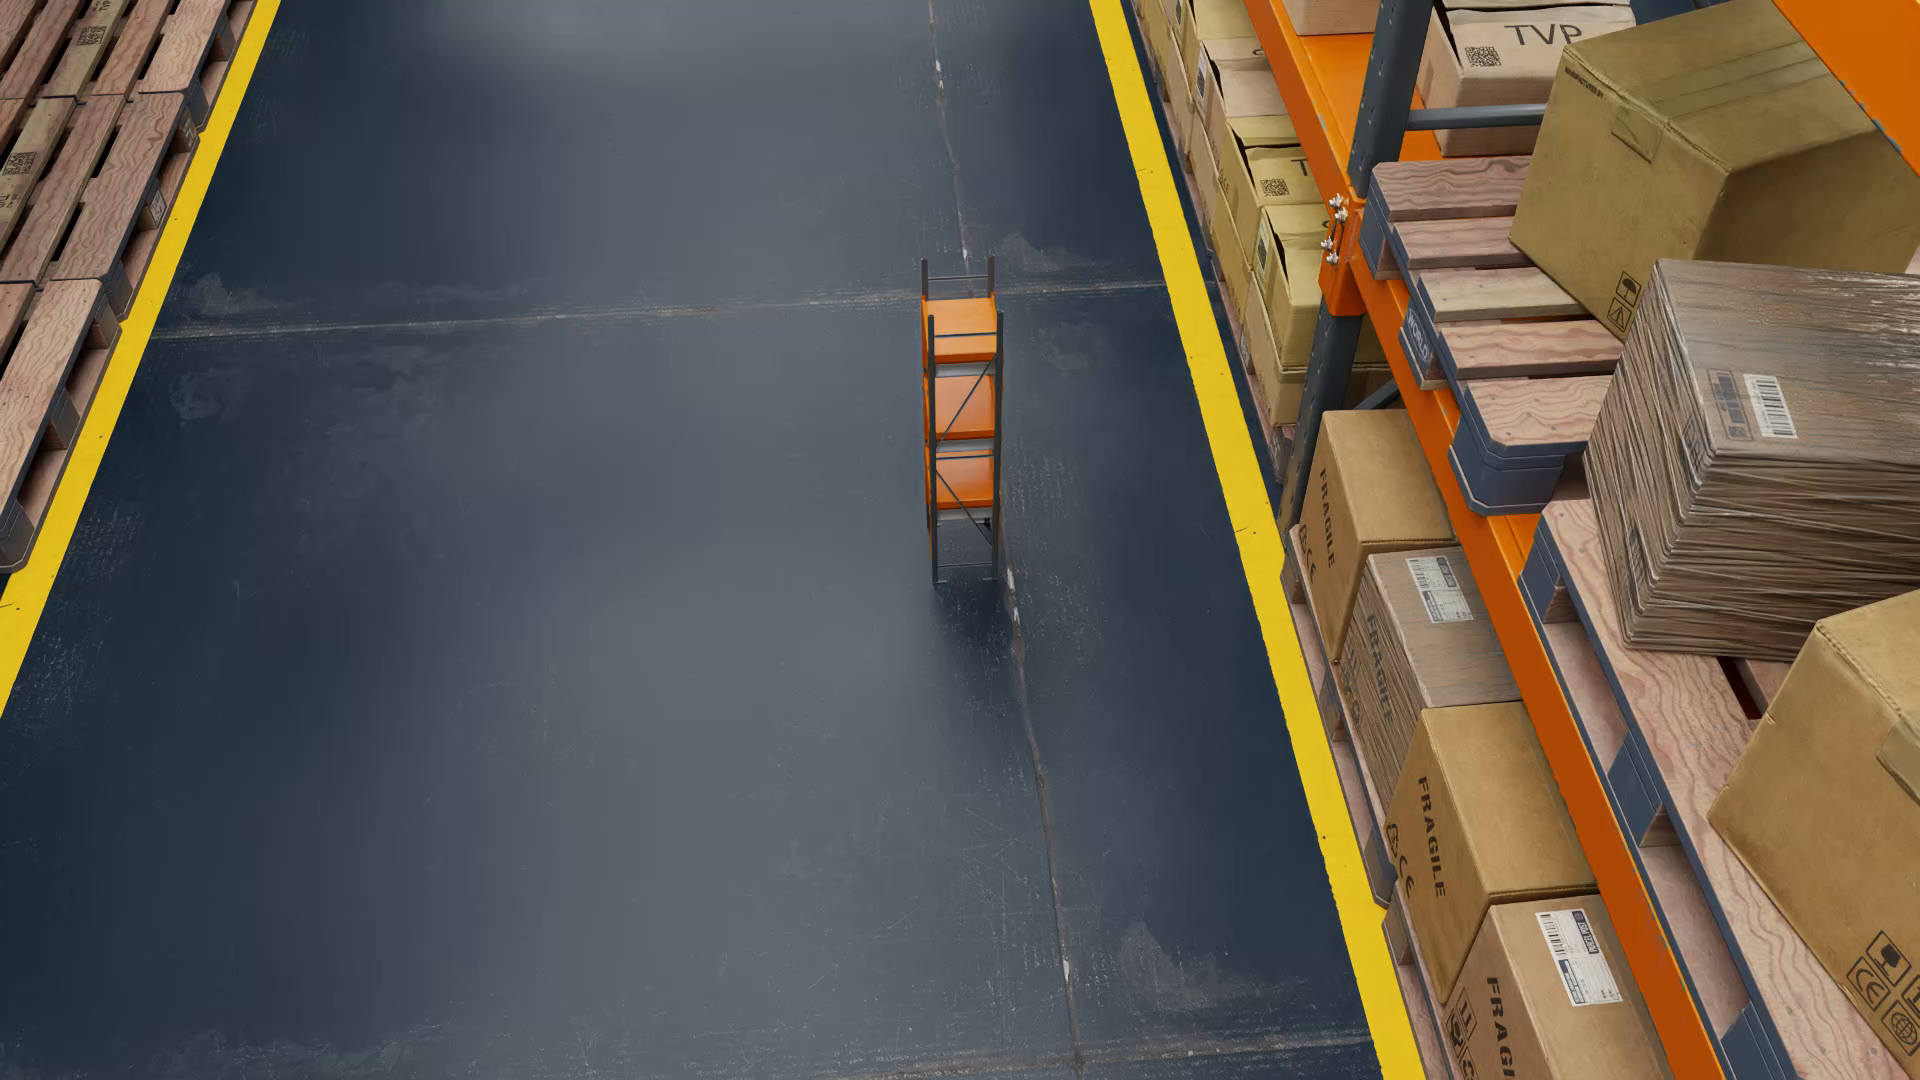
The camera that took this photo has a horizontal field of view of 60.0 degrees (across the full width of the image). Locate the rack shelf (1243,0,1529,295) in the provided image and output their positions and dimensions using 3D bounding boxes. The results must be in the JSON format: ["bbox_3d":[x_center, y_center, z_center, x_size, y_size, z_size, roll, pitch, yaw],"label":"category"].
[{"bbox_3d":[1.343,-2.270,5.830,1.077,0.370,4.000,-3,47,-3],"label":"rack shelf"}]

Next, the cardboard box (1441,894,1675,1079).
[{"bbox_3d":[1.399,1.103,3.558,0.500,0.500,0.500,-5,47,-5],"label":"cardboard box"}]

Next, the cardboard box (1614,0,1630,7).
[{"bbox_3d":[1.629,-1.699,4.854,0.500,0.311,0.500,-4,47,-4],"label":"cardboard box"}]

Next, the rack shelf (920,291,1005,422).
[{"bbox_3d":[0.004,-0.510,4.634,0.215,0.259,0.240,-3,47,-3],"label":"rack shelf"}]

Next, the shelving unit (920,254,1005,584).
[{"bbox_3d":[0.004,-0.322,4.832,0.215,1.050,0.252,-3,47,-3],"label":"shelving unit"}]

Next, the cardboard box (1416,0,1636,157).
[{"bbox_3d":[1.524,-1.306,4.482,0.500,0.311,0.500,-1,47,-1],"label":"cardboard box"}]

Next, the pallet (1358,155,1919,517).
[{"bbox_3d":[1.637,-0.519,3.807,1.213,0.211,1.003,-3,47,-3],"label":"pallet"}]

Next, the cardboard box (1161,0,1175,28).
[{"bbox_3d":[1.043,-2.305,6.586,0.500,0.311,0.500,-5,47,-5],"label":"cardboard box"}]

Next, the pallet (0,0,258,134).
[{"bbox_3d":[-3.656,-2.142,7.133,1.003,0.211,1.213,-3,47,-3],"label":"pallet"}]

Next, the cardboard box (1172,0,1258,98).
[{"bbox_3d":[1.092,-1.930,6.230,0.500,0.311,0.500,-2,47,-2],"label":"cardboard box"}]

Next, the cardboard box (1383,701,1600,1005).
[{"bbox_3d":[1.350,0.726,3.915,0.500,0.500,0.500,-4,47,-4],"label":"cardboard box"}]

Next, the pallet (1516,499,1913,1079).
[{"bbox_3d":[1.678,0.402,2.936,1.003,0.211,1.213,-3,47,-3],"label":"pallet"}]

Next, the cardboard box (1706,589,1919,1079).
[{"bbox_3d":[1.636,0.370,2.476,0.700,0.500,0.500,-14,48,-13],"label":"cardboard box"}]

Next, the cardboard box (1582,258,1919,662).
[{"bbox_3d":[1.562,-0.127,2.947,0.700,0.500,0.500,4,47,4],"label":"cardboard box"}]

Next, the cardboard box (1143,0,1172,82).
[{"bbox_3d":[1.050,-2.112,6.789,0.500,0.250,0.500,-5,47,-5],"label":"cardboard box"}]

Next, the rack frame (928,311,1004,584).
[{"bbox_3d":[0.015,-0.234,4.749,0.200,1.050,0.008,-3,47,-3],"label":"rack frame"}]

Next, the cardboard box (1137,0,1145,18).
[{"bbox_3d":[1.004,-2.487,7.144,0.500,0.250,0.500,-2,47,-2],"label":"cardboard box"}]

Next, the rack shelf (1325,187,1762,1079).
[{"bbox_3d":[1.678,0.624,3.089,1.077,0.370,4.000,-3,47,-3],"label":"rack shelf"}]

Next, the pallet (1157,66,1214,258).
[{"bbox_3d":[1.381,-1.591,6.611,1.003,0.211,1.213,-3,47,-3],"label":"pallet"}]

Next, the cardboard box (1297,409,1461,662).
[{"bbox_3d":[1.264,-0.016,4.618,0.500,0.500,0.500,-2,47,-2],"label":"cardboard box"}]

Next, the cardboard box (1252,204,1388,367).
[{"bbox_3d":[1.221,-0.826,5.185,0.500,0.311,0.500,-2,47,-2],"label":"cardboard box"}]

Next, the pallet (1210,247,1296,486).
[{"bbox_3d":[1.480,-0.710,5.777,1.003,0.211,1.213,-3,47,-3],"label":"pallet"}]

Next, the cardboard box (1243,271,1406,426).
[{"bbox_3d":[1.223,-0.635,5.390,0.500,0.250,0.500,-2,47,-2],"label":"cardboard box"}]

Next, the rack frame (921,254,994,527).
[{"bbox_3d":[-0.006,-0.411,4.916,0.200,1.050,0.008,-3,47,-3],"label":"rack frame"}]

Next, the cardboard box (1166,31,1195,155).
[{"bbox_3d":[1.092,-1.744,6.441,0.500,0.250,0.500,-3,47,-3],"label":"cardboard box"}]

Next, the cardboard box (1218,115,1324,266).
[{"bbox_3d":[1.171,-1.202,5.541,0.500,0.311,0.500,-4,47,-4],"label":"cardboard box"}]

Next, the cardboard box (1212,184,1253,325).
[{"bbox_3d":[1.177,-1.008,5.743,0.500,0.250,0.500,-4,47,-4],"label":"cardboard box"}]

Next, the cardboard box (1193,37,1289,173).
[{"bbox_3d":[1.132,-1.567,5.887,0.500,0.311,0.500,-4,47,-4],"label":"cardboard box"}]

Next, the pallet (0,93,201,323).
[{"bbox_3d":[-3.551,-1.257,6.295,1.003,0.211,1.213,-3,47,-3],"label":"pallet"}]

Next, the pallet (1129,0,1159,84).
[{"bbox_3d":[1.276,-2.475,7.449,1.003,0.211,1.213,-3,47,-3],"label":"pallet"}]

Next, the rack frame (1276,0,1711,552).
[{"bbox_3d":[1.511,-1.071,4.198,1.000,3.000,0.127,-3,47,-3],"label":"rack frame"}]

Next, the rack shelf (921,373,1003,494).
[{"bbox_3d":[0.004,-0.315,4.840,0.215,0.259,0.240,-3,47,-3],"label":"rack shelf"}]

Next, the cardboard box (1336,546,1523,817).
[{"bbox_3d":[1.313,0.363,4.259,0.500,0.500,0.500,-5,47,-5],"label":"cardboard box"}]

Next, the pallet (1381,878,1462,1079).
[{"bbox_3d":[1.634,1.311,3.863,1.003,0.211,1.213,-3,47,-3],"label":"pallet"}]

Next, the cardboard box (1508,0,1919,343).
[{"bbox_3d":[1.676,-0.801,3.584,0.700,0.500,0.500,-18,49,-16],"label":"cardboard box"}]

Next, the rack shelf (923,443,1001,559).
[{"bbox_3d":[0.004,-0.124,5.042,0.215,0.259,0.240,-3,47,-3],"label":"rack shelf"}]

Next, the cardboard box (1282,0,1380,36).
[{"bbox_3d":[1.160,-1.618,4.890,0.380,0.149,0.250,-3,47,-3],"label":"cardboard box"}]

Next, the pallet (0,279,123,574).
[{"bbox_3d":[-3.452,-0.376,5.461,1.003,0.211,1.213,-3,47,-3],"label":"pallet"}]

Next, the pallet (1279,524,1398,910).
[{"bbox_3d":[1.535,0.431,4.697,1.003,0.211,1.213,-3,47,-3],"label":"pallet"}]

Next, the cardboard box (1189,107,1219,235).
[{"bbox_3d":[1.138,-1.372,6.088,0.500,0.250,0.500,-3,47,-2],"label":"cardboard box"}]
